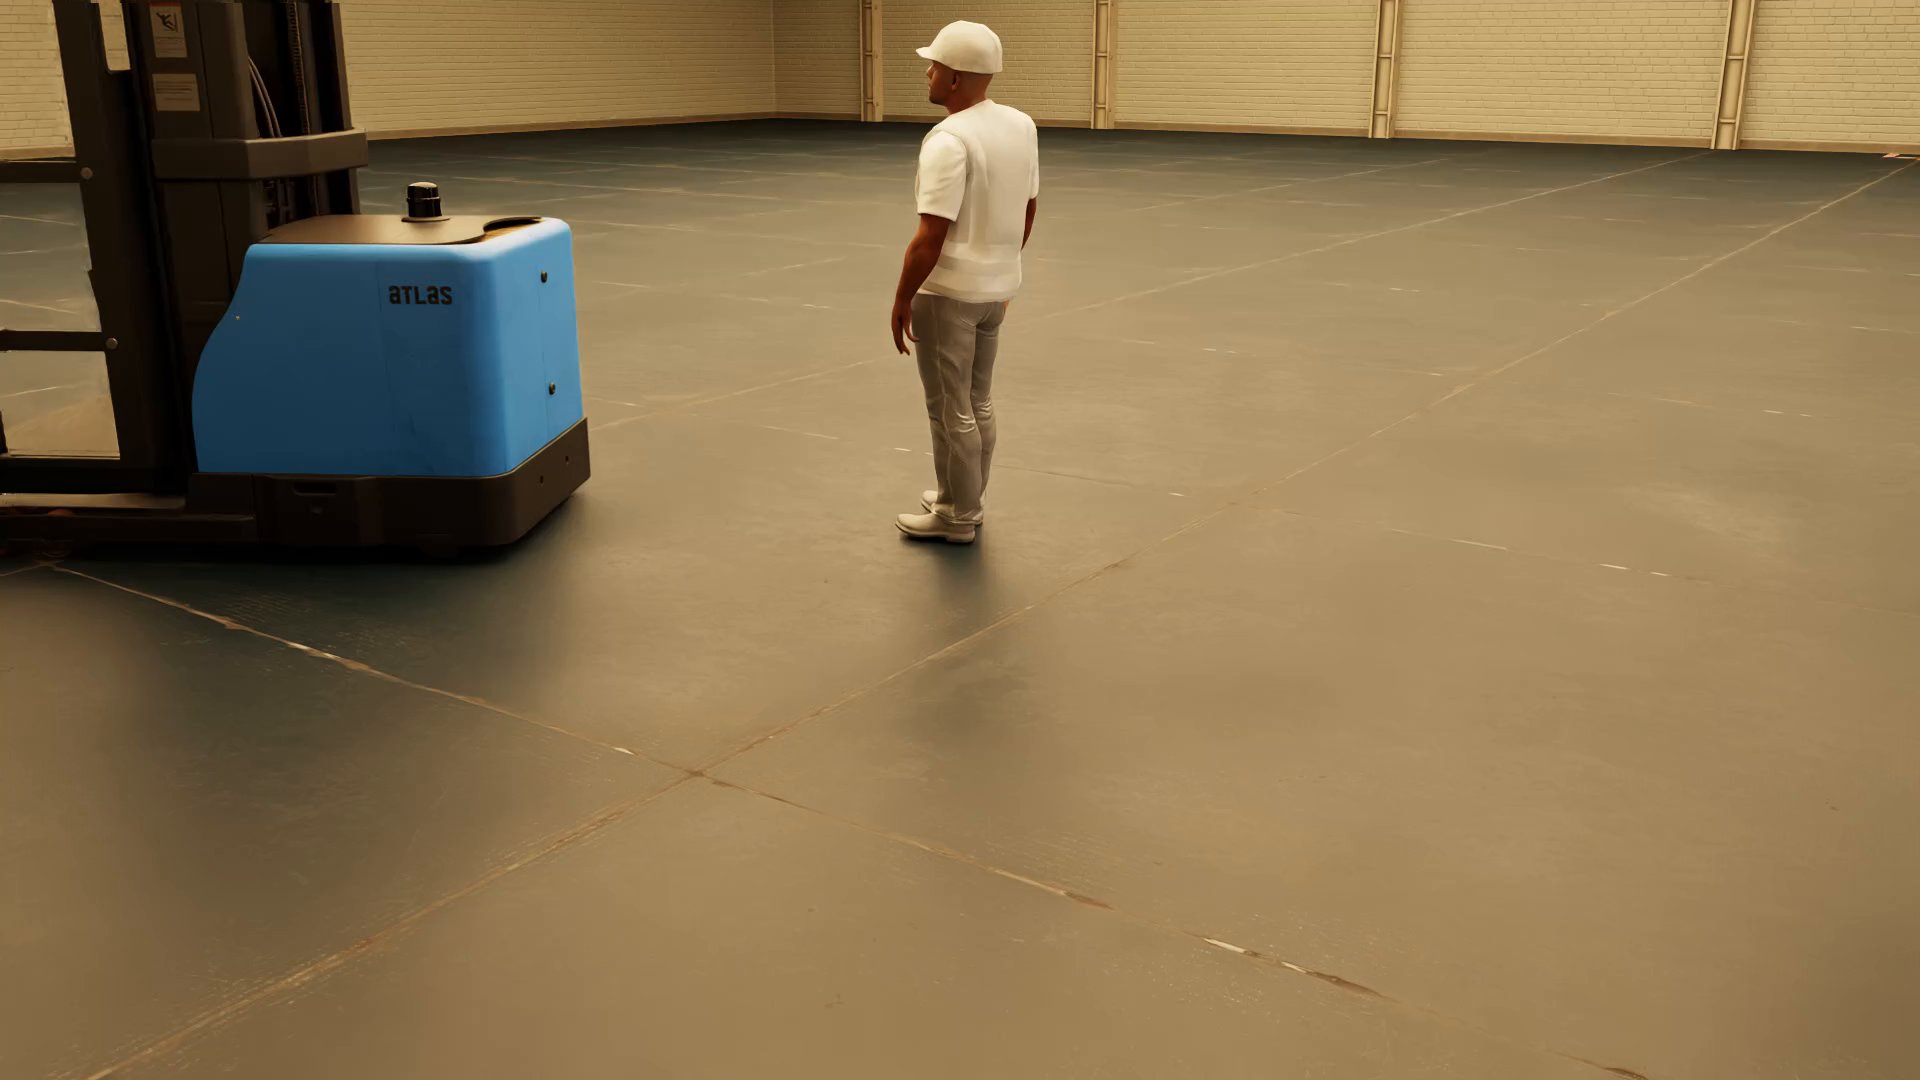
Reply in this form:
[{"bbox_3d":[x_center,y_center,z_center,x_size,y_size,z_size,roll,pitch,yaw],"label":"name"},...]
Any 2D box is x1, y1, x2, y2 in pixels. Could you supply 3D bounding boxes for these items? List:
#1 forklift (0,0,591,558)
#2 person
[{"bbox_3d":[-2.992,-1.492,5.821,3.031,2.935,1.130,1,17,4],"label":"forklift"},{"bbox_3d":[-0.054,-0.866,5.736,0.576,1.766,0.665,11,20,33],"label":"person"}]
